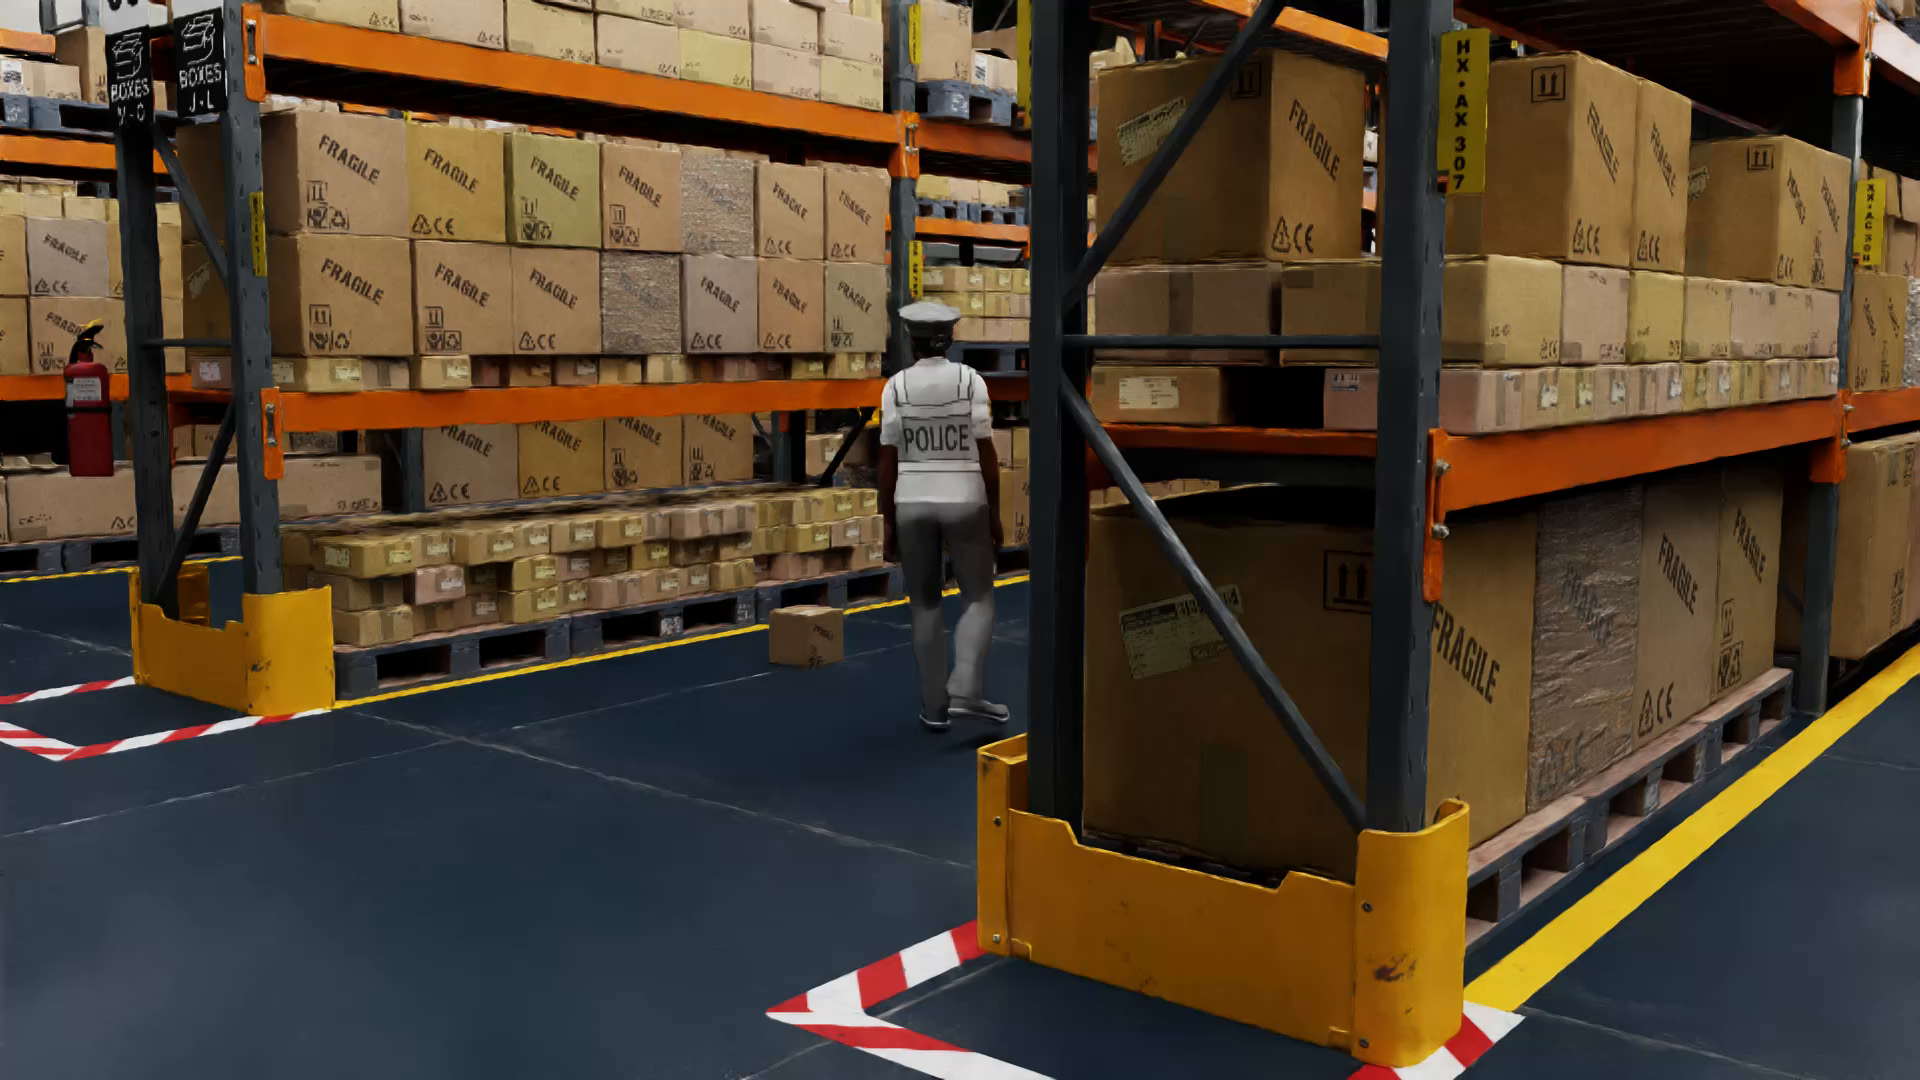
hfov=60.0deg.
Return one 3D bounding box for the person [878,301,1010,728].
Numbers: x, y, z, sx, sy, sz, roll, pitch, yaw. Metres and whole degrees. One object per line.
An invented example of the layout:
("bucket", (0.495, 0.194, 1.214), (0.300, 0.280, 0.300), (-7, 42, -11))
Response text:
("person", (-0.062, -0.085, 6.406), (0.519, 1.666, 0.536), (1, 7, 4))
